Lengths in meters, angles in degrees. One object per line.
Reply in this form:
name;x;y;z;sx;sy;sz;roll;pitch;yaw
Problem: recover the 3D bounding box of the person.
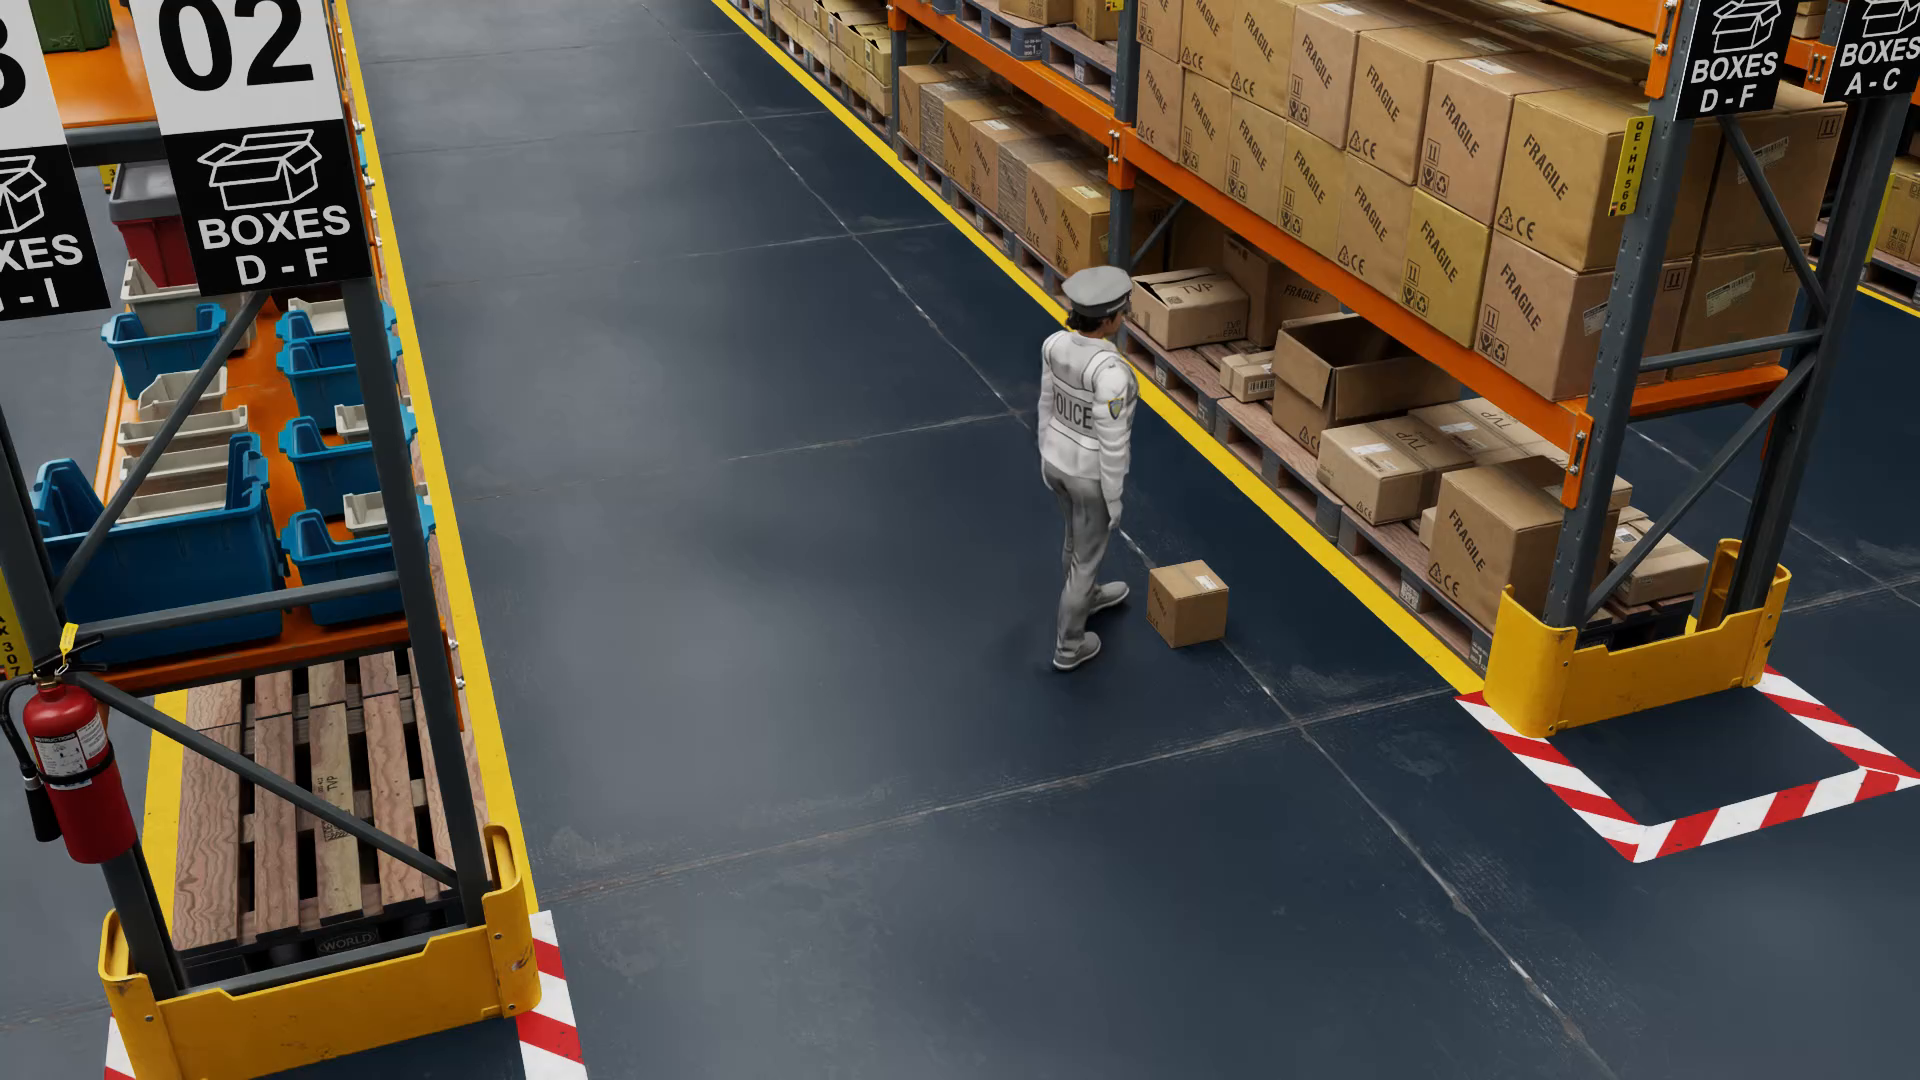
person;0.587;-0.303;6.631;0.589;1.671;0.502;-19;35;-30
